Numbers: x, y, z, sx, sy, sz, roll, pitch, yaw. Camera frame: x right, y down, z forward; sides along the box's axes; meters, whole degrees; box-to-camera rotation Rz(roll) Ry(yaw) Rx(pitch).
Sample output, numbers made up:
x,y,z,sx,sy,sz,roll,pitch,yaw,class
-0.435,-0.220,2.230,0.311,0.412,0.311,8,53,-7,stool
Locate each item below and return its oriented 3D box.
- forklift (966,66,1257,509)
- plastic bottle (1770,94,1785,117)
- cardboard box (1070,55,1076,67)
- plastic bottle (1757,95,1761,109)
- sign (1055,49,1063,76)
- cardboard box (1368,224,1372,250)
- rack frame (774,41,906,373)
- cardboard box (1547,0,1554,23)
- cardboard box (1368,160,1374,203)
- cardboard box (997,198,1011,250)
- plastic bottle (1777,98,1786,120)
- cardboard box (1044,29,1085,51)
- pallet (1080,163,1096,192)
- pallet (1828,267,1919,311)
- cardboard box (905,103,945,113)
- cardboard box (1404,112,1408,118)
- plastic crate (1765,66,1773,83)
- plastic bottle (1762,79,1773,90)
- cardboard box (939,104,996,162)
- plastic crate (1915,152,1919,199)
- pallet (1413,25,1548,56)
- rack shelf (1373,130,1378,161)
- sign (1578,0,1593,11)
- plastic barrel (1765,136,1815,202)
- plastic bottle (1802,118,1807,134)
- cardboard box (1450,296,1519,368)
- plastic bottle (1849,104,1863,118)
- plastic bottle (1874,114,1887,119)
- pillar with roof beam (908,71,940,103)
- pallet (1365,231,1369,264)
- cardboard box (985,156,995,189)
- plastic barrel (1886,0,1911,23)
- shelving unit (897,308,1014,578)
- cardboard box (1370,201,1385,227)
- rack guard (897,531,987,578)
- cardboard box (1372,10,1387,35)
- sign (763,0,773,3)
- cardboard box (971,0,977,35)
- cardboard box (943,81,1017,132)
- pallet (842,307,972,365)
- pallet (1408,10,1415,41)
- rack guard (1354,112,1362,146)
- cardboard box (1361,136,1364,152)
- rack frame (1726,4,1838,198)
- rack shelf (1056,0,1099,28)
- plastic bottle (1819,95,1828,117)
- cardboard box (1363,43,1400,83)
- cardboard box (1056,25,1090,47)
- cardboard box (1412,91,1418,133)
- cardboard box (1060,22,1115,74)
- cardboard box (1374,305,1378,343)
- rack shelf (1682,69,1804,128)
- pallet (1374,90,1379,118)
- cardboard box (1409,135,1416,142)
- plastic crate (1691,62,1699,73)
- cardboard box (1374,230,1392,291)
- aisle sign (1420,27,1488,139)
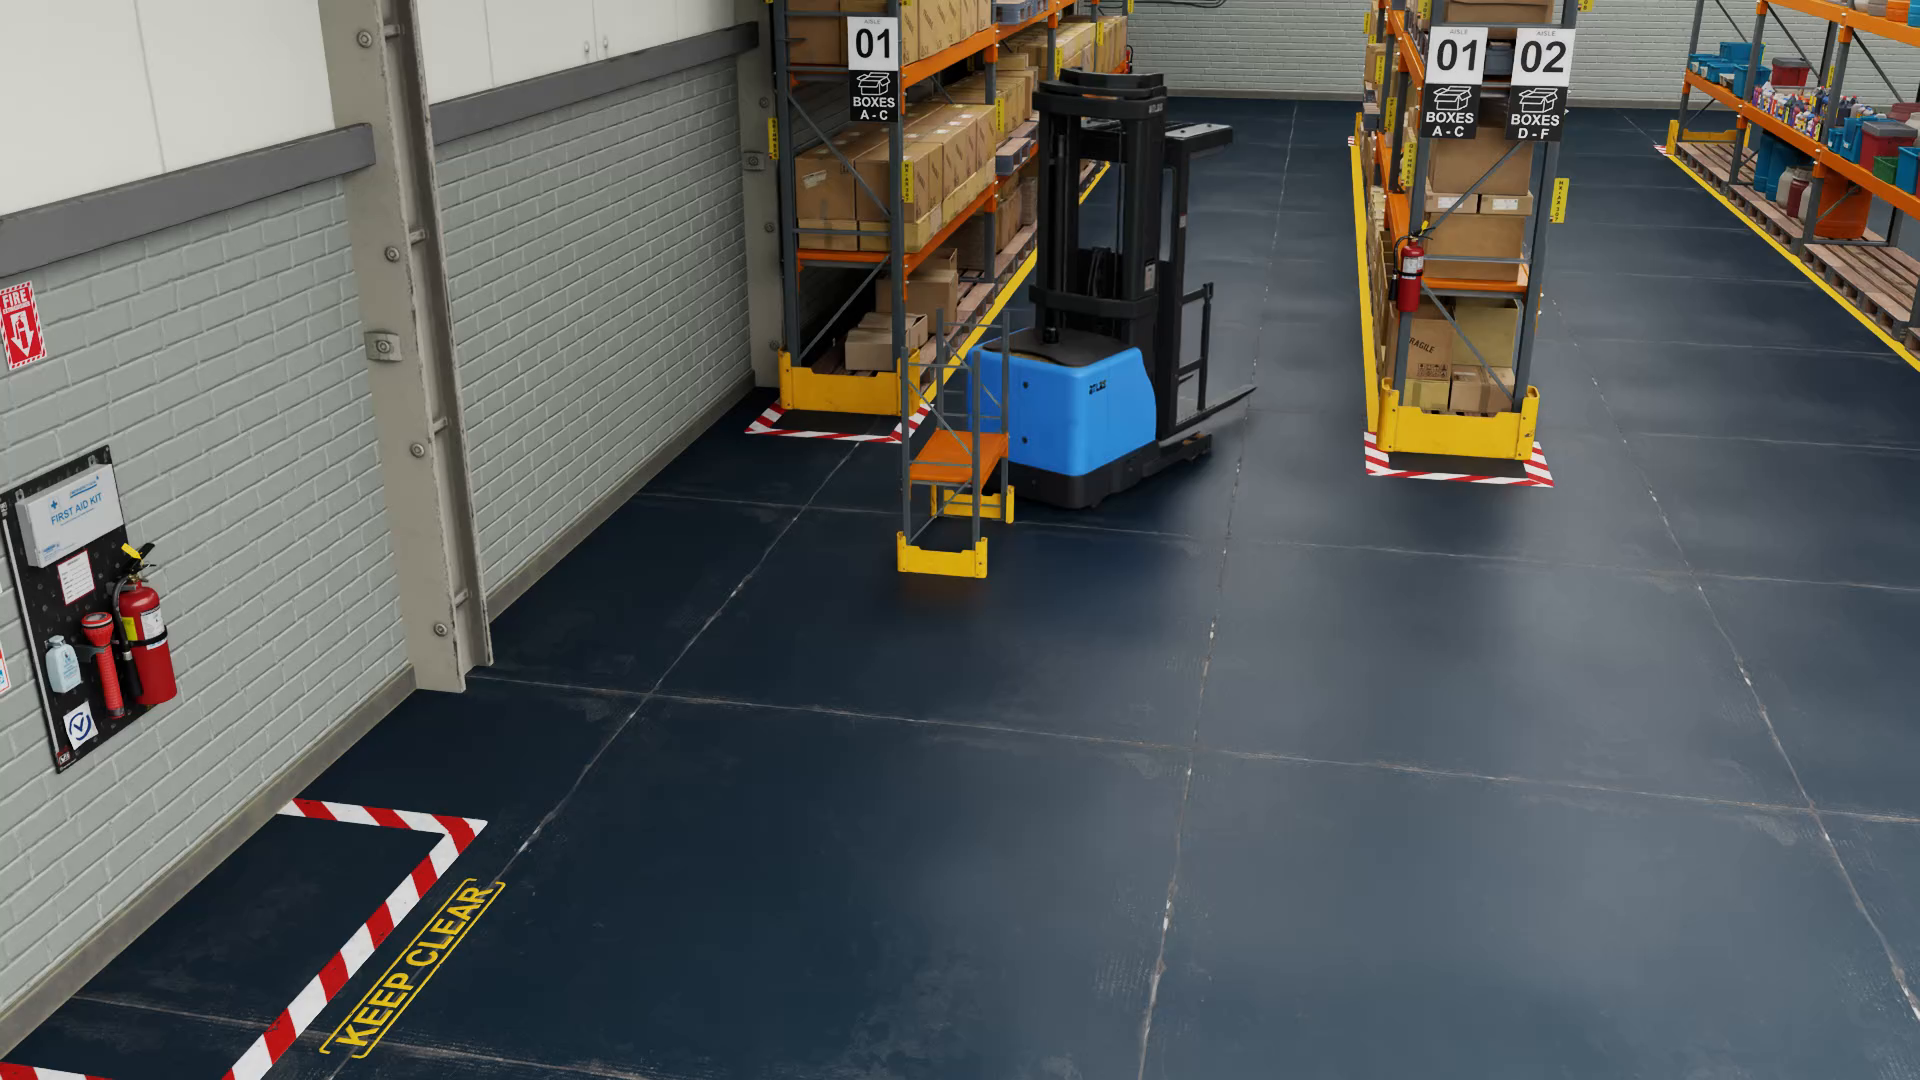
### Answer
x,y,z,sx,sy,sz,roll,pitch,yaw,class
1.316,-2.066,12.560,1.130,2.935,3.031,16,27,34,forklift
10.538,-5.595,21.397,0.152,0.276,0.135,4,22,11,plastic bottle
1.247,-6.148,22.045,0.500,0.500,0.500,4,22,11,cardboard box
10.669,-5.846,22.119,0.097,0.201,0.097,0,22,0,plastic bottle
1.213,-5.886,20.510,0.100,0.325,0.005,4,22,11,sign
4.933,-3.423,18.957,0.500,0.250,0.500,4,22,10,cardboard box
-0.953,-2.498,13.541,1.000,3.000,0.127,4,22,11,rack frame
4.504,-4.406,13.380,0.500,0.500,0.500,4,22,11,cardboard box
5.597,-4.641,21.620,0.500,0.500,0.500,4,22,9,cardboard box
0.197,-3.652,19.164,0.700,0.500,0.500,5,22,12,cardboard box
10.440,-5.468,21.087,0.097,0.271,0.097,0,22,0,plastic bottle
1.433,-6.865,22.822,0.500,0.250,0.500,5,22,12,cardboard box
1.412,-5.305,24.244,1.003,0.211,1.213,4,22,11,pallet
9.931,-2.650,17.651,1.003,0.211,1.213,4,22,11,pallet
-0.437,-4.093,16.671,0.500,0.500,0.500,4,22,10,cardboard box
5.413,-4.877,19.566,0.500,0.311,0.500,6,23,14,cardboard box
11.686,-6.649,23.926,0.437,0.282,0.530,4,22,11,plastic crate
10.797,-5.990,22.277,0.144,0.351,0.185,4,22,11,plastic bottle
0.069,-4.052,16.570,0.500,0.500,0.500,4,22,11,cardboard box
9.361,-3.436,15.784,0.402,0.464,0.583,4,22,11,plastic crate
4.314,-4.176,13.812,1.003,0.211,1.213,4,22,11,pallet
5.938,-5.445,21.822,1.077,0.370,4.000,4,22,11,rack shelf
4.439,-3.911,11.758,0.100,0.325,0.005,4,22,11,sign
10.922,-4.896,21.743,0.600,0.901,0.708,4,22,11,plastic barrel
10.191,-4.989,19.992,0.097,0.201,0.097,0,22,0,plastic bottle
4.325,-1.751,13.801,0.500,0.500,0.500,4,22,11,cardboard box
11.066,-5.252,20.545,0.152,0.276,0.135,4,22,11,plastic bottle
10.877,-4.914,19.706,0.152,0.276,0.135,4,22,11,plastic bottle
3.782,-7.469,17.854,9.100,9.000,0.400,4,22,11,pillar with roof beam
5.323,-3.456,19.653,1.003,0.211,1.213,4,22,11,pallet
0.063,-3.704,16.710,0.500,0.250,0.500,5,22,11,cardboard box
9.864,-5.736,16.992,0.600,0.830,0.708,4,22,11,plastic barrel
-0.016,-0.668,11.004,0.587,1.500,1.083,4,22,11,shelving unit
4.930,-3.679,18.841,0.500,0.311,0.500,4,22,9,cardboard box
-0.117,0.094,10.785,0.587,0.250,0.087,4,22,11,rack guard
6.400,-7.597,24.730,0.500,0.500,0.500,5,22,11,cardboard box
-1.492,-4.350,12.939,0.100,0.325,0.005,4,22,11,sign
-0.114,-5.021,15.629,0.500,0.500,0.500,3,22,6,cardboard box
0.225,-4.842,18.638,0.700,0.500,0.500,8,23,18,cardboard box
-0.486,-1.972,15.967,1.003,0.211,1.213,4,22,11,pallet
4.565,-4.621,14.916,1.003,0.211,1.213,4,22,11,pallet
7.146,-6.786,27.534,1.175,0.500,0.348,4,22,11,rack guard
6.337,-5.972,25.176,0.500,0.311,0.500,4,22,11,cardboard box
11.194,-6.132,22.563,1.000,3.000,0.127,4,22,11,rack frame
1.087,-7.213,22.196,1.077,0.370,4.000,4,22,11,rack shelf
11.127,-5.588,21.385,0.097,0.271,0.097,0,22,0,plastic bottle
6.030,-6.596,23.019,0.700,0.500,0.500,-3,22,-7,cardboard box
1.537,-7.052,23.285,0.500,0.250,0.500,5,22,12,cardboard box
4.629,-4.070,15.574,0.700,0.500,0.500,5,22,11,cardboard box
1.915,-7.757,26.196,0.980,0.700,0.700,3,22,8,cardboard box
4.108,-1.993,15.405,0.500,0.250,0.500,4,22,11,cardboard box
11.602,-6.529,24.514,1.077,0.370,4.000,4,22,11,rack shelf
5.922,-5.670,21.674,1.003,0.211,1.213,4,22,11,pallet
4.367,-3.662,15.429,0.380,0.149,0.250,4,22,10,cardboard box
11.491,-7.324,25.796,0.250,0.136,0.298,4,22,11,plastic crate
4.312,-2.706,16.173,0.500,0.500,0.500,4,22,11,cardboard box
3.596,-3.326,12.117,0.394,0.787,0.004,4,22,11,aisle sign
